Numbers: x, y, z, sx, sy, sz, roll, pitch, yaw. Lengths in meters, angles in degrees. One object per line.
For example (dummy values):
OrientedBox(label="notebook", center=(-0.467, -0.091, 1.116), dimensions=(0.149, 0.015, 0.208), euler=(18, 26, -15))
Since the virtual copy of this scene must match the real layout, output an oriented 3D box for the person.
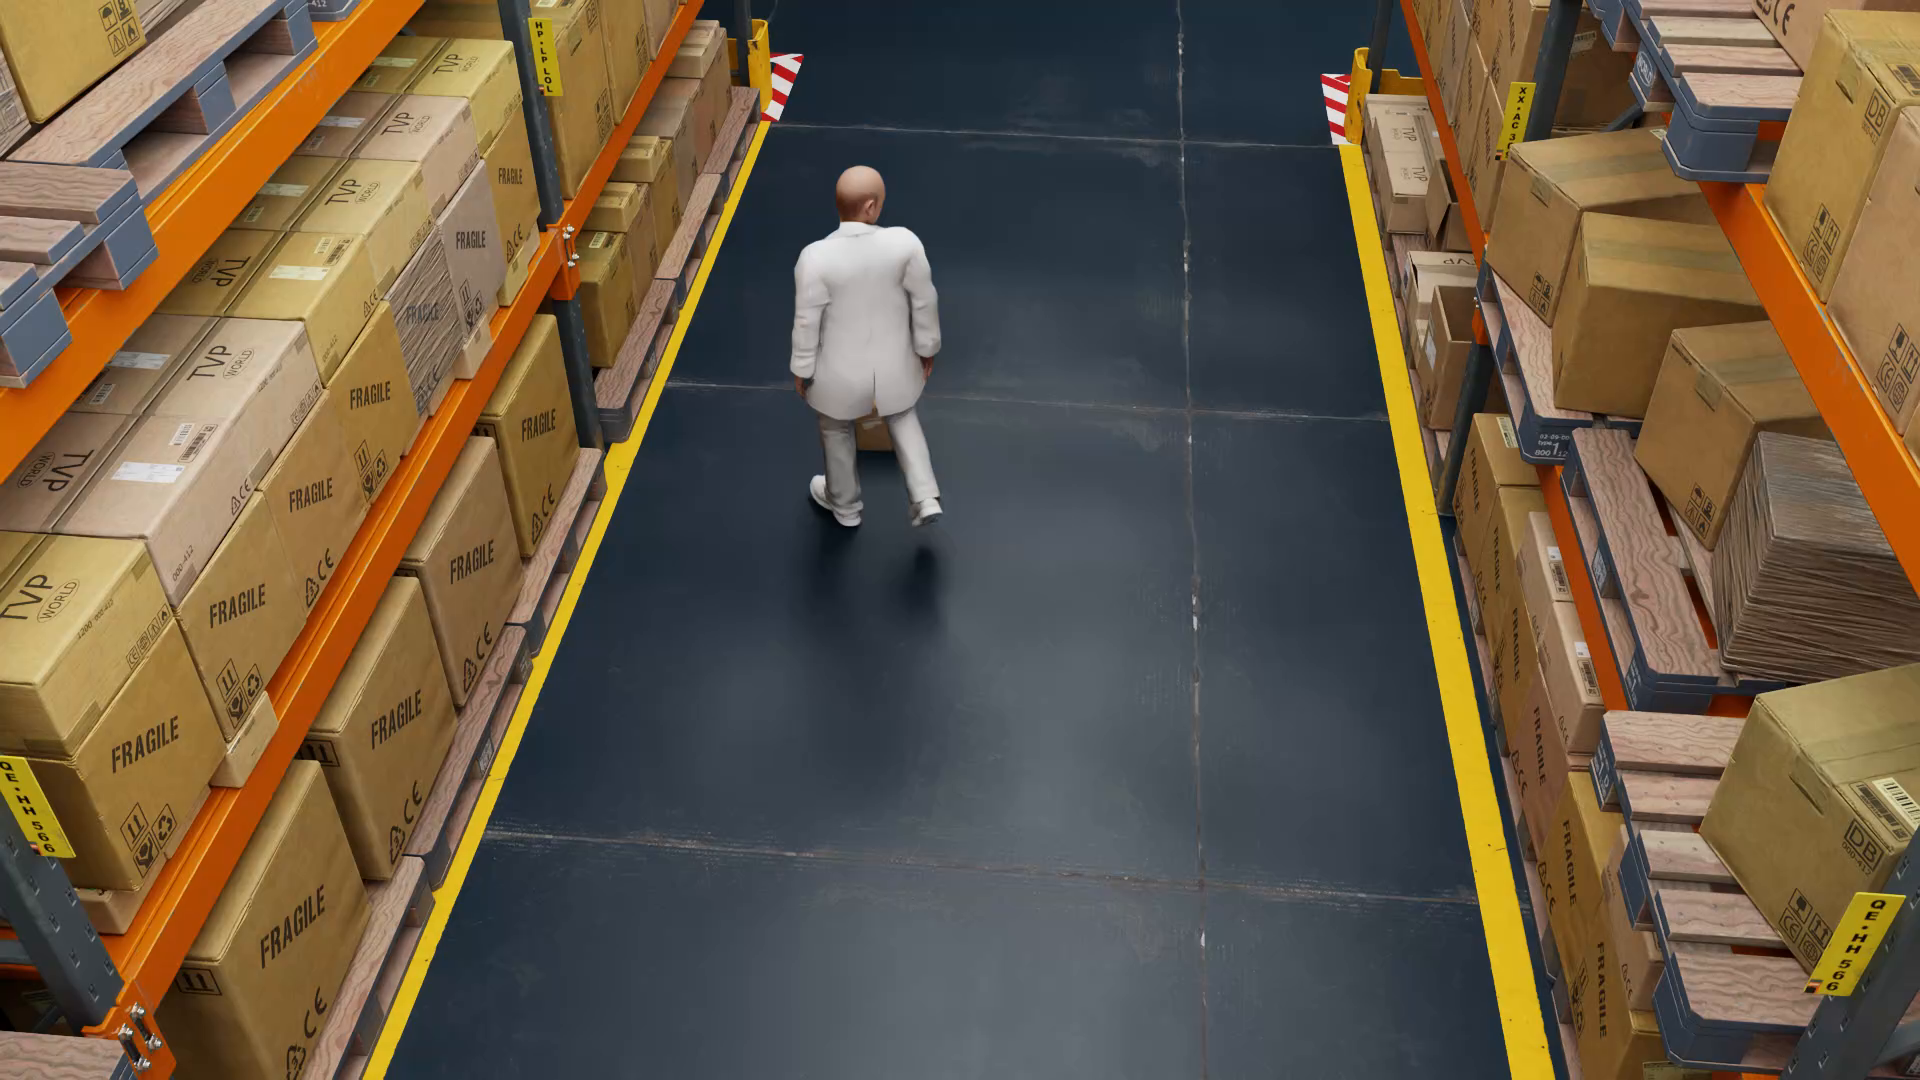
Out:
OrientedBox(label="person", center=(-0.393, -0.749, 7.048), dimensions=(0.645, 1.762, 0.743), euler=(-12, 41, -14))
